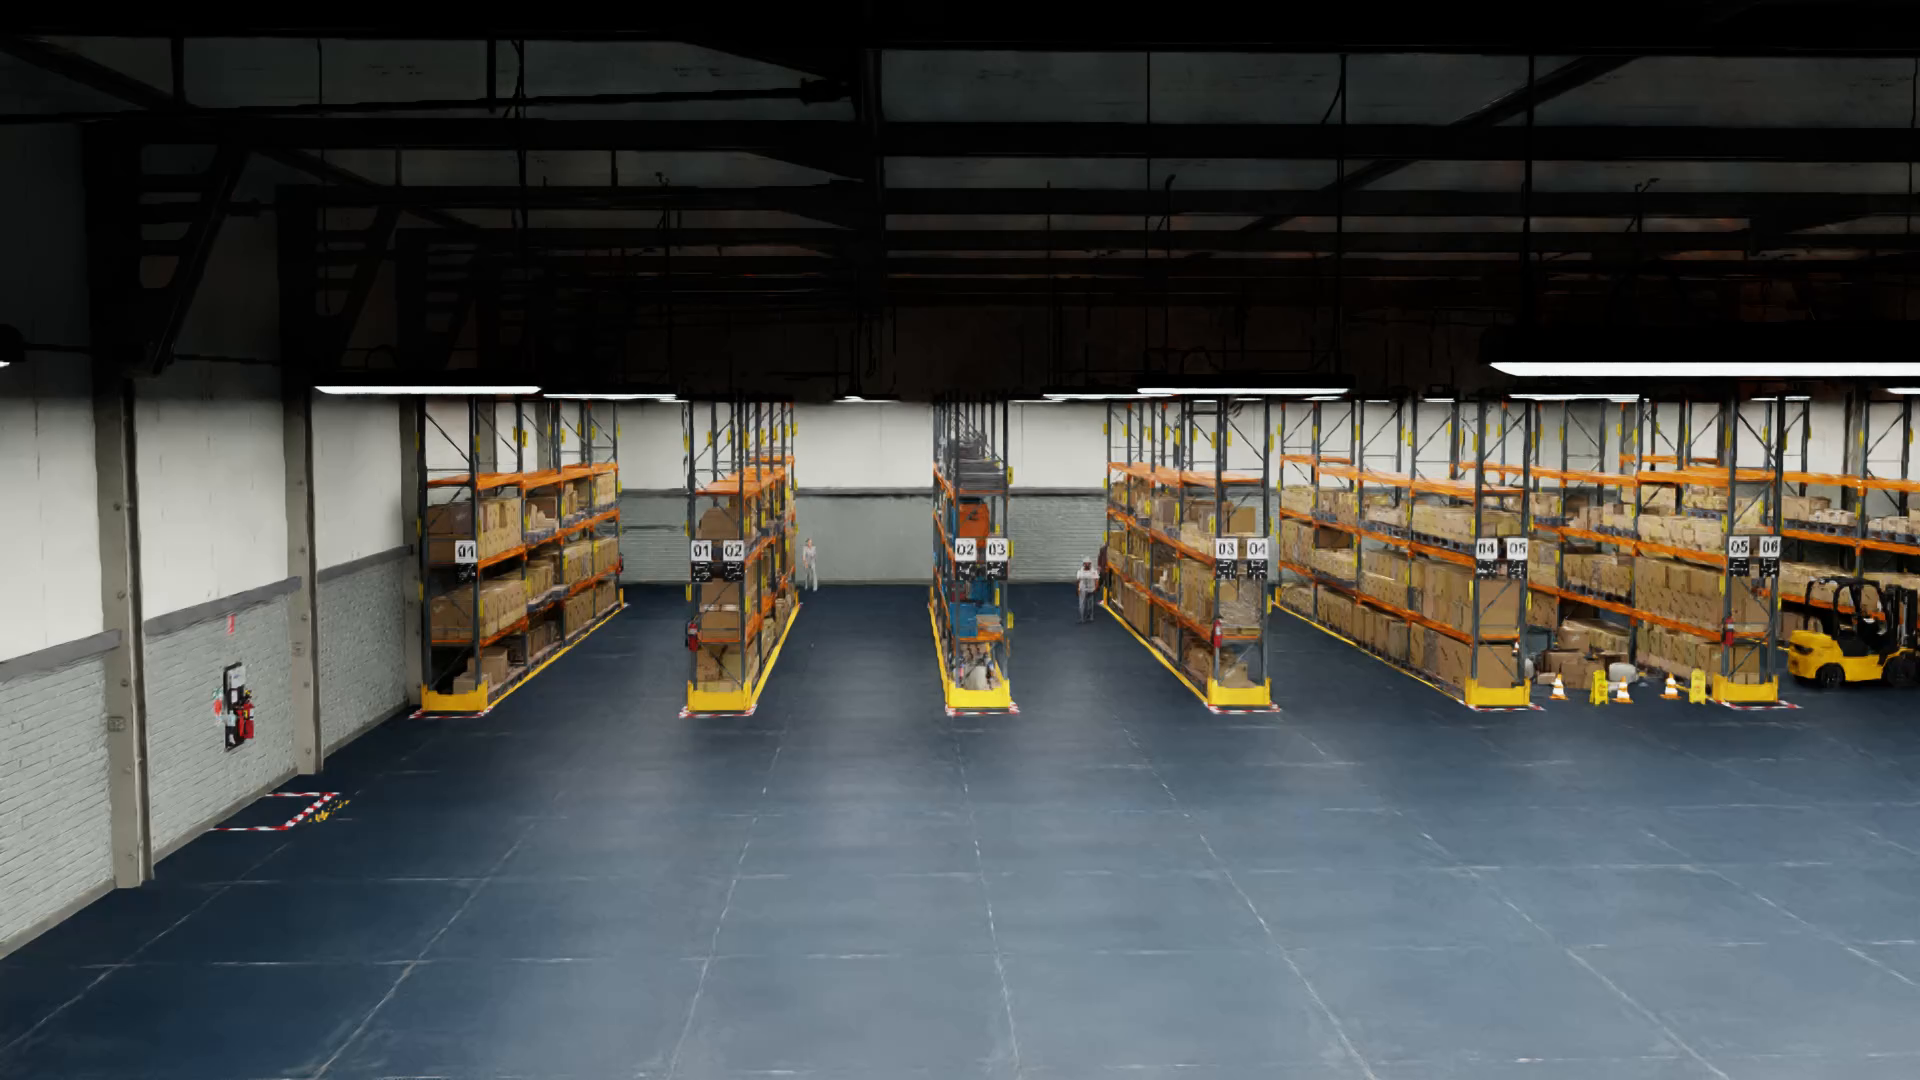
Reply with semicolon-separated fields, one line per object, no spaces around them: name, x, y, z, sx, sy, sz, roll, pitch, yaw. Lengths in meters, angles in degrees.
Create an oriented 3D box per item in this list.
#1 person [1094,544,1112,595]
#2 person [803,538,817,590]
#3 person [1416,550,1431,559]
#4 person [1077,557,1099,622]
person;4.313;0.784;49.788;0.604;1.768;0.596;-4;6;-37
person;-4.631;0.725;51.228;0.444;1.594;1.013;-1;5;-10
person;14.378;0.664;51.431;0.458;1.712;0.690;-3;6;-35
person;3.352;1.291;43.687;0.588;1.702;1.032;1;5;8
